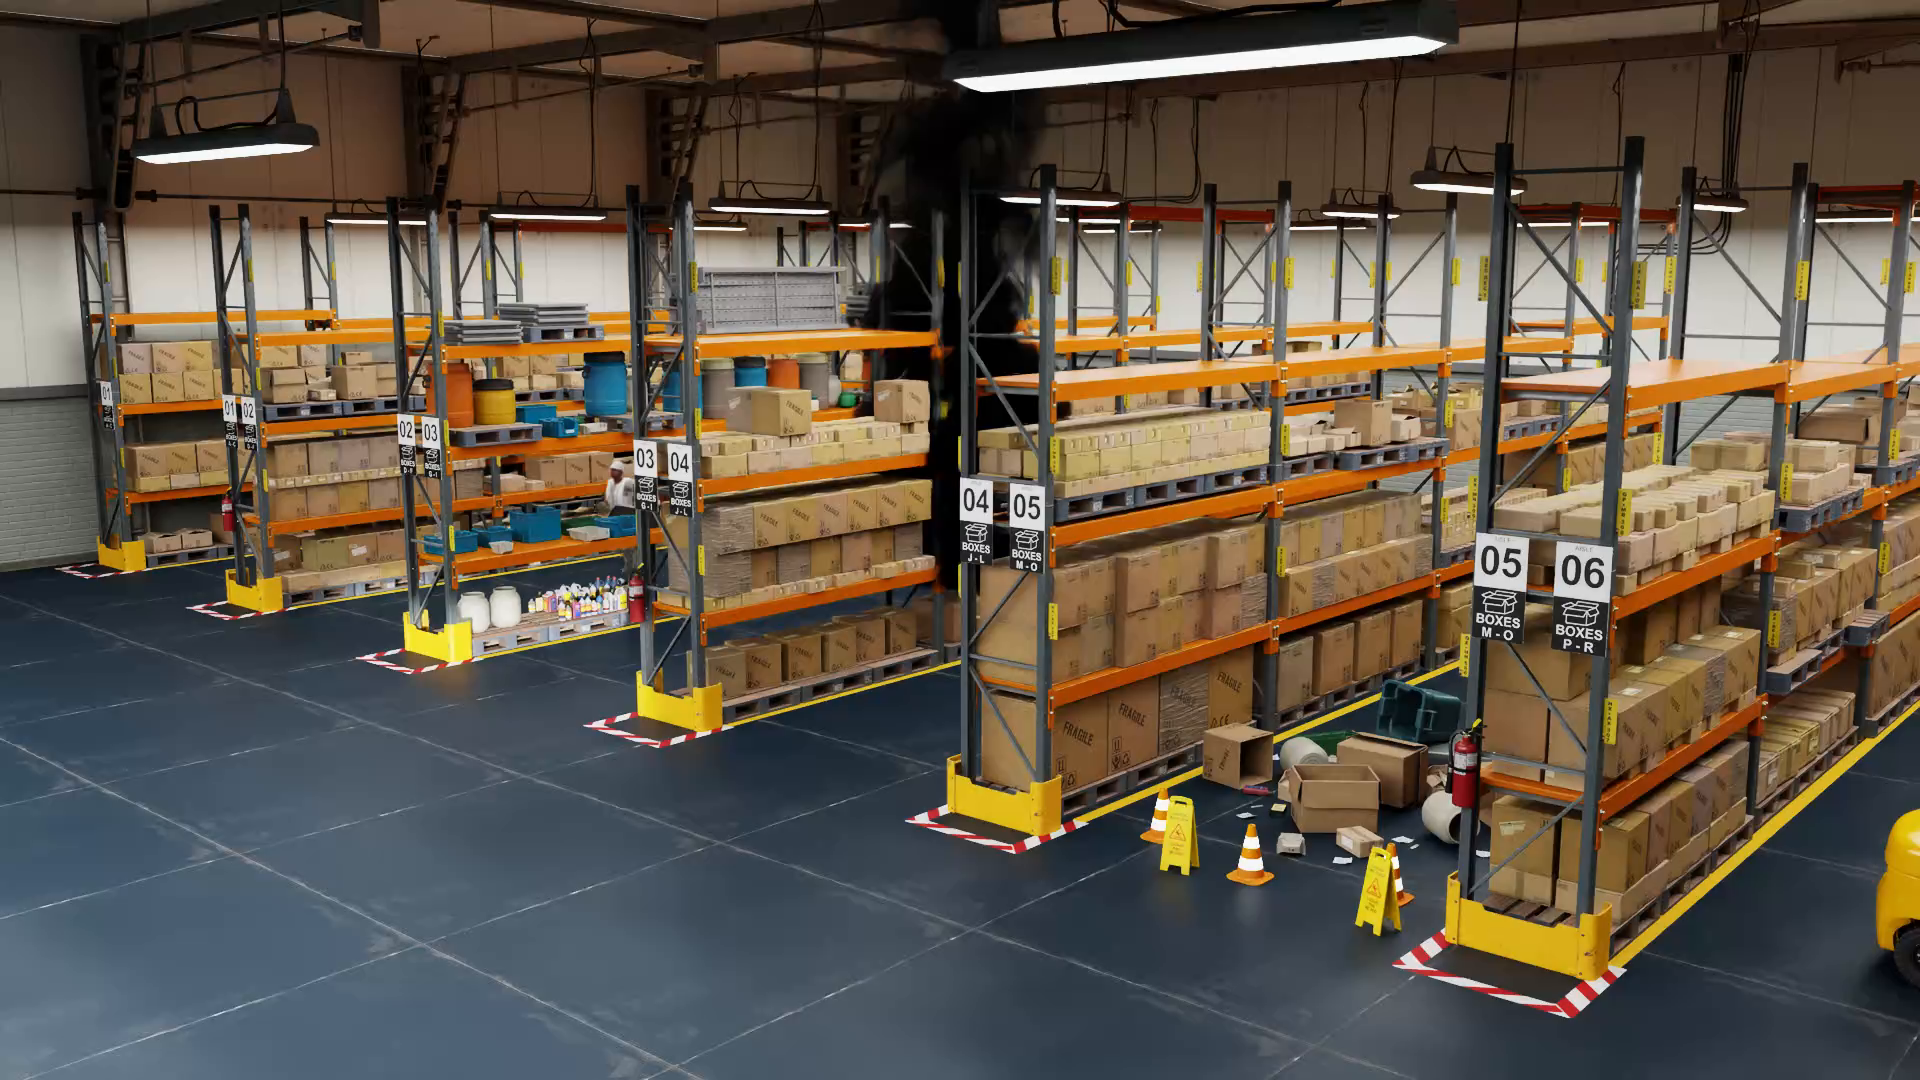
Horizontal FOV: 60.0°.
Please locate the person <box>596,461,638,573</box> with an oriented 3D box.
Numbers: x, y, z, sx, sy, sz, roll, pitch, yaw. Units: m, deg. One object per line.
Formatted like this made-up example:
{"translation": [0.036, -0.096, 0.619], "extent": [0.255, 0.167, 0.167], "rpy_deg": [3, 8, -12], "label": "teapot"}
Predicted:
{"translation": [-5.405, -0.354, 26.365], "extent": [0.667, 1.792, 0.733], "rpy_deg": [8, 12, 40], "label": "person"}
